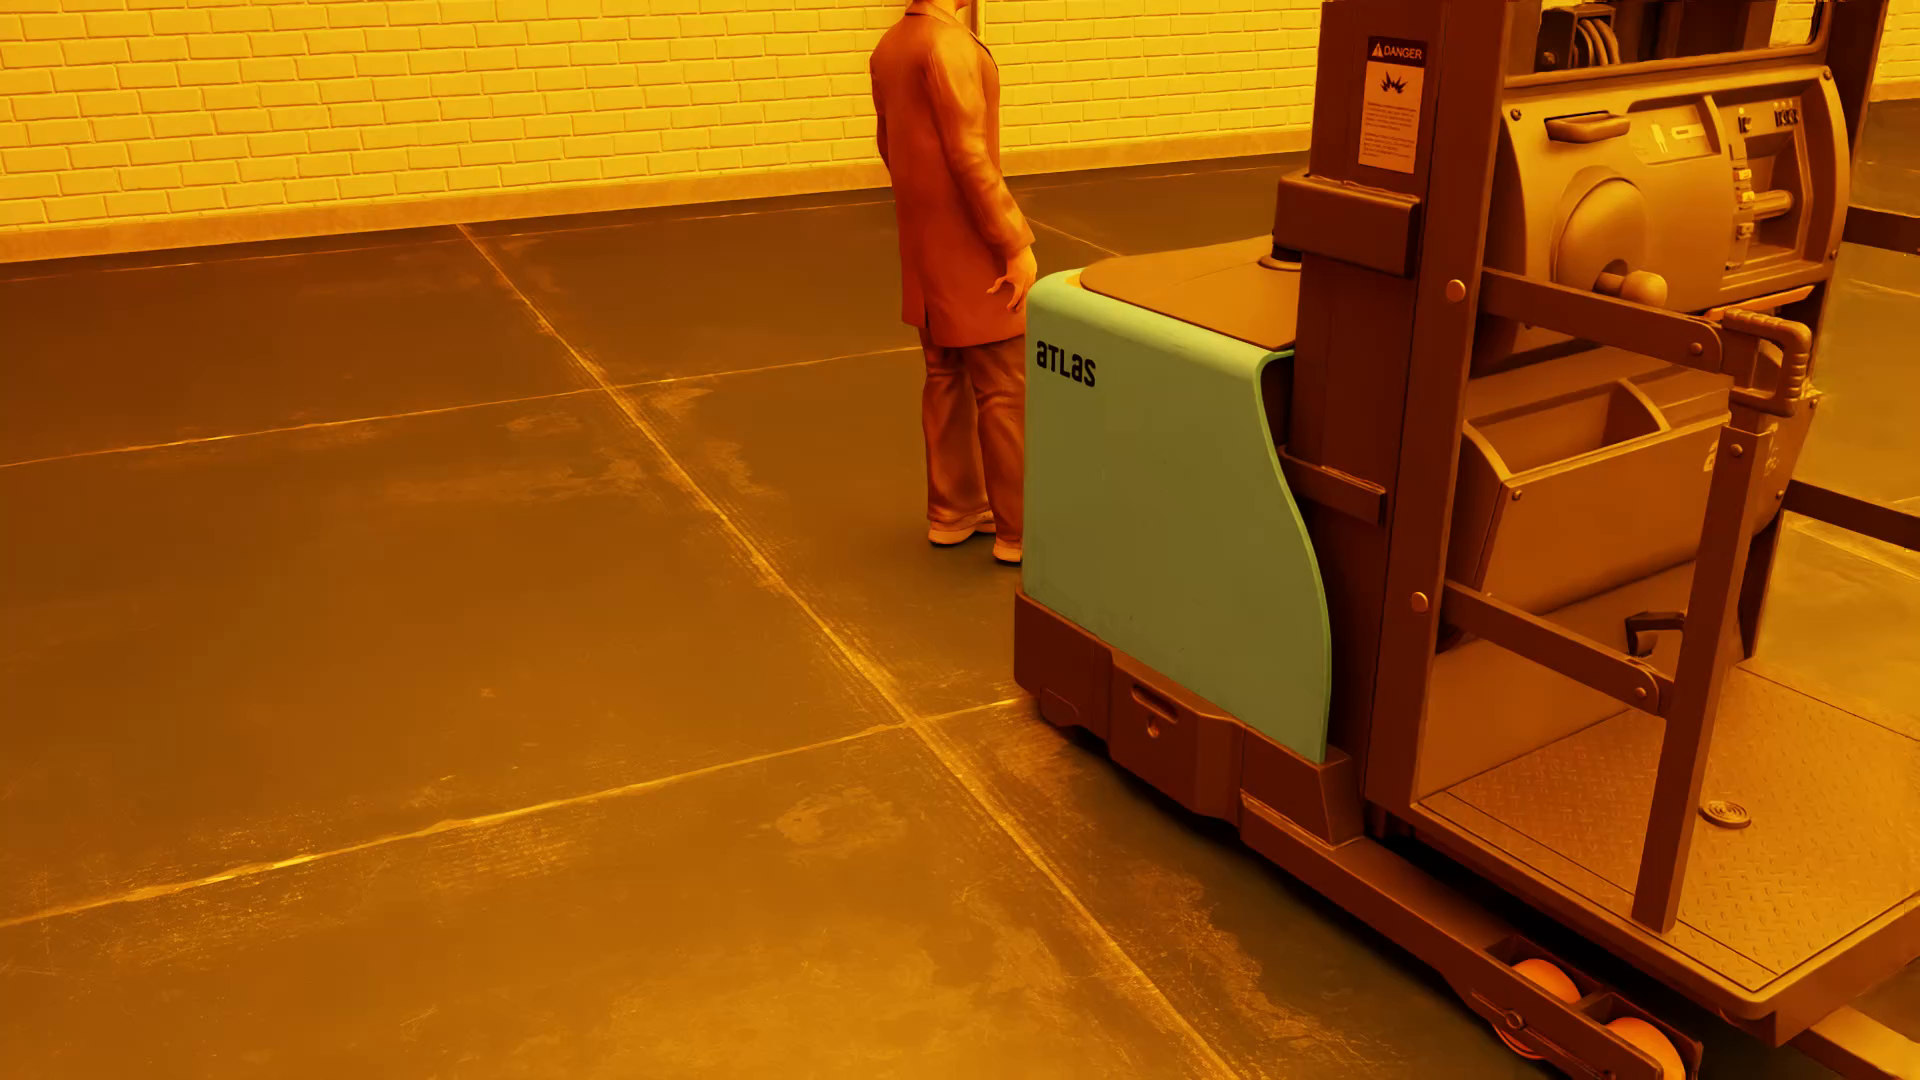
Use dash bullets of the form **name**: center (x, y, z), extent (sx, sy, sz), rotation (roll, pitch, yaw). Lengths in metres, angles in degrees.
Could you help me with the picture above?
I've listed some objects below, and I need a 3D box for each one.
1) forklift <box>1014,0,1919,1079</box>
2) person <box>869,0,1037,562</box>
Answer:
- **forklift**: center (1.375, -0.593, 2.715), extent (1.130, 2.935, 3.031), rotation (-15, 27, -31)
- **person**: center (0.085, -0.841, 4.796), extent (0.579, 1.777, 0.696), rotation (-10, 25, -23)
